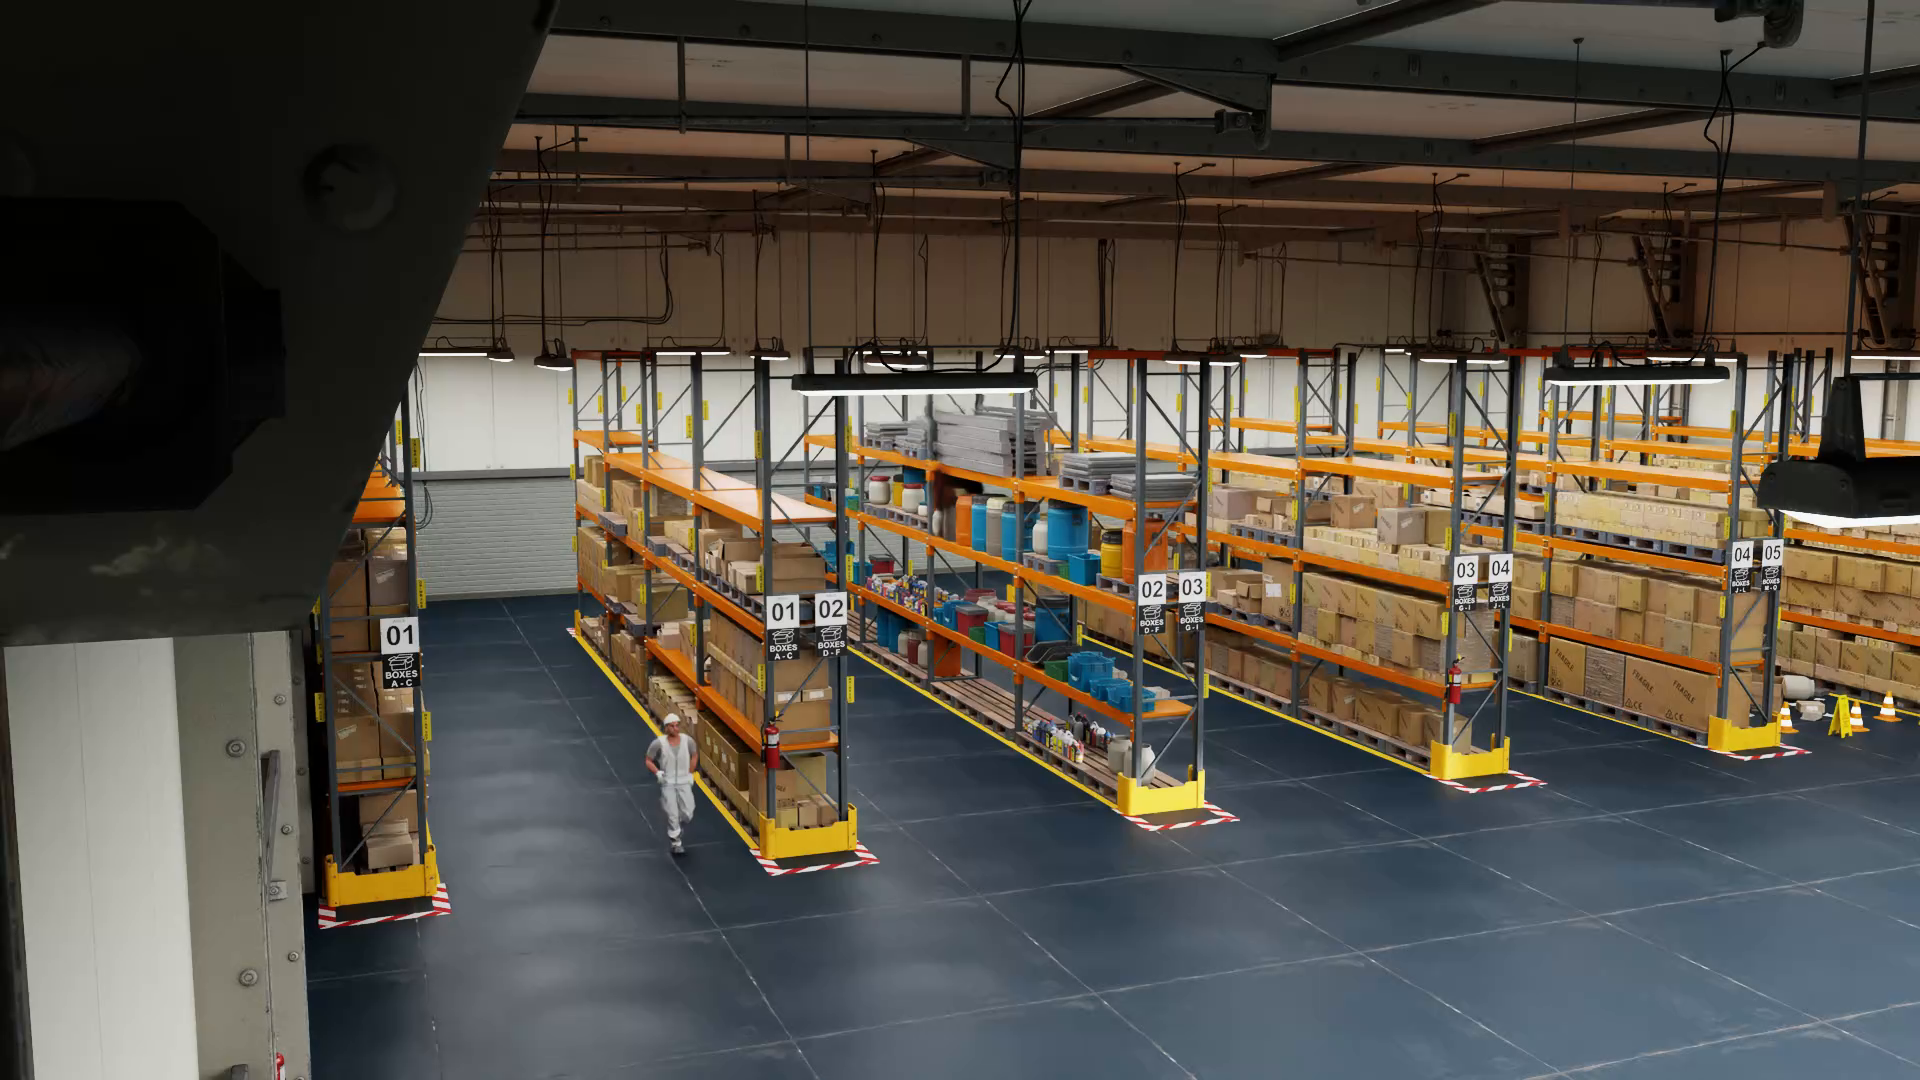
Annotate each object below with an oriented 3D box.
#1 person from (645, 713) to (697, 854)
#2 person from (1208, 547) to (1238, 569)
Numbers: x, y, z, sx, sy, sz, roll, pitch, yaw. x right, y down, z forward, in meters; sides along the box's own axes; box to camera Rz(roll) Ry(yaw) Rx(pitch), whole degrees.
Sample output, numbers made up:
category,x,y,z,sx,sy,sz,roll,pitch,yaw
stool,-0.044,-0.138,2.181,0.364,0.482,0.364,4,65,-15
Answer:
category,x,y,z,sx,sy,sz,roll,pitch,yaw
person,-3.490,2.964,20.249,0.660,1.746,0.618,-3,8,-23
person,5.856,0.962,36.733,0.646,1.652,0.687,-4,8,-28
